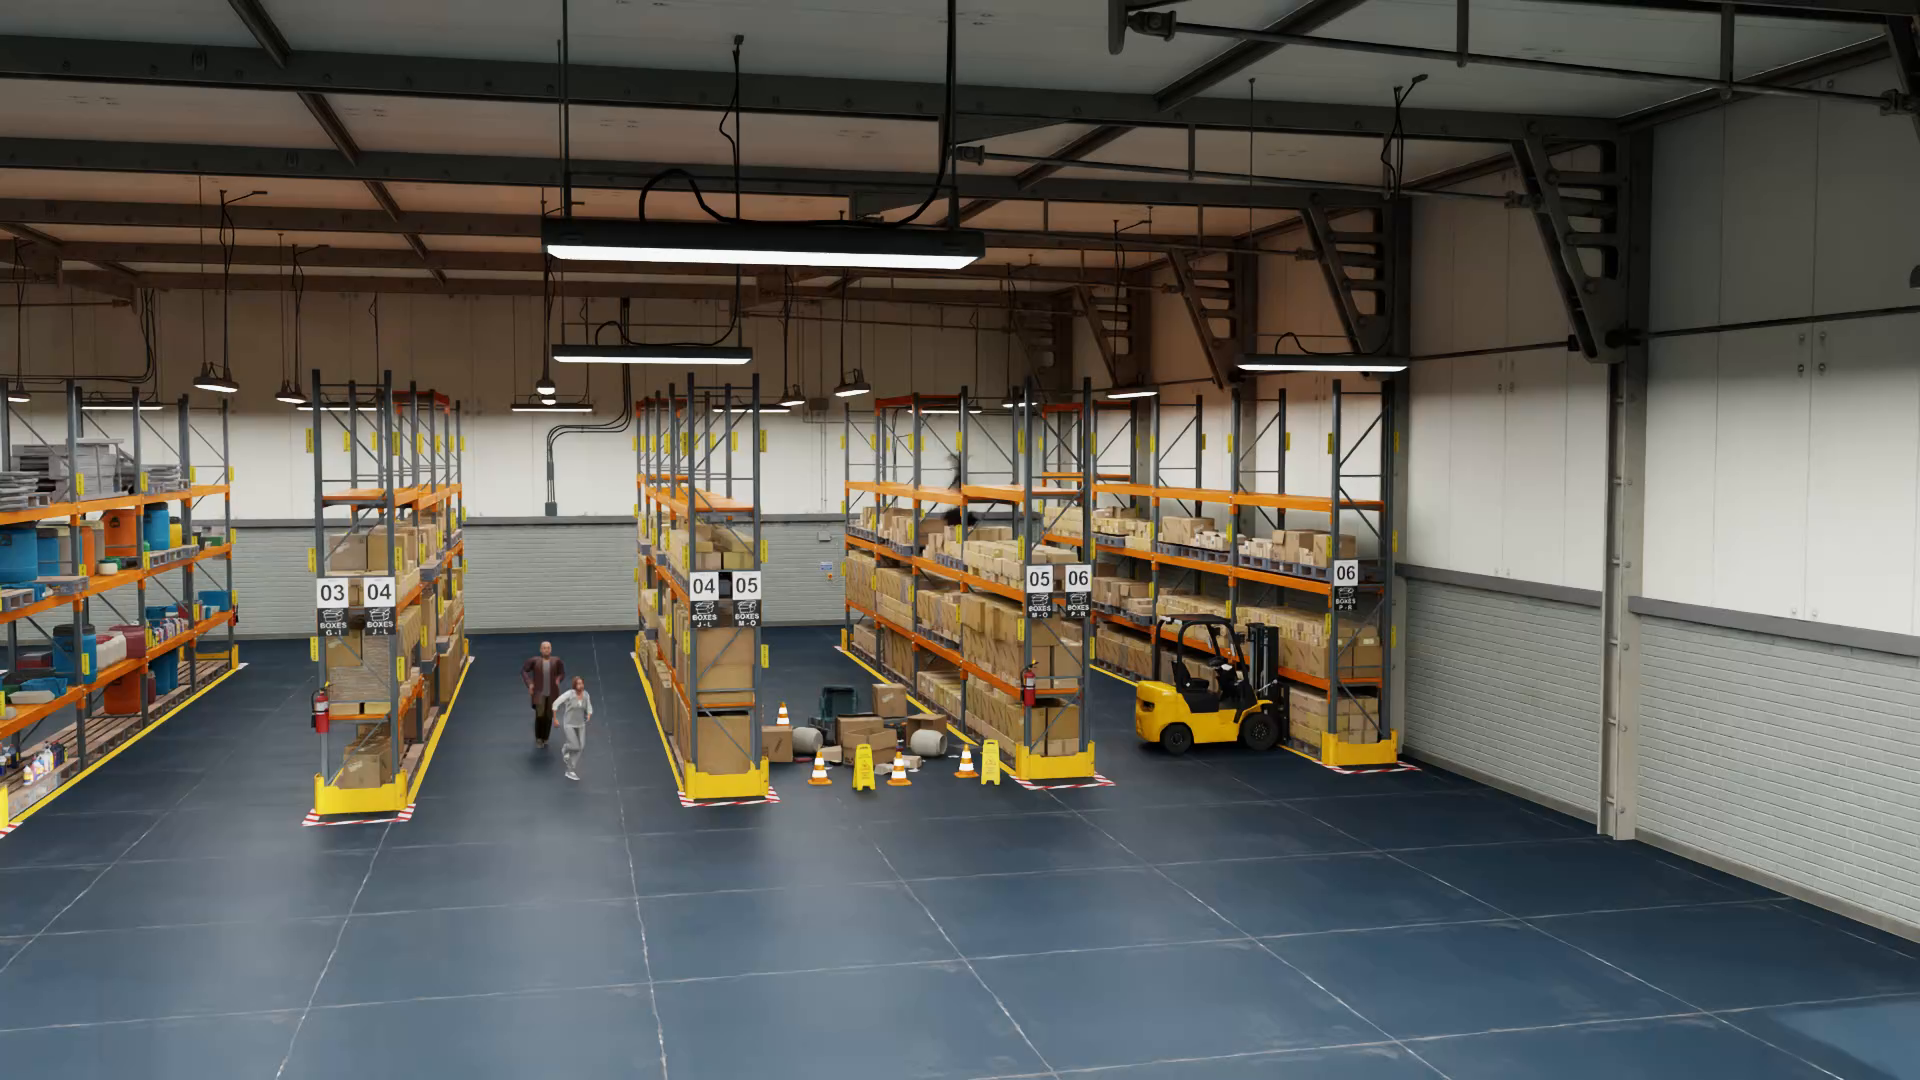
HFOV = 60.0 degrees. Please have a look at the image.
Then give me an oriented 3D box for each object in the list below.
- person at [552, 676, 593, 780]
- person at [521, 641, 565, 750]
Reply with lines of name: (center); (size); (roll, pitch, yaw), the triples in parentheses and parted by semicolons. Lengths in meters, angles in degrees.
person: (-5.768, 2.810, 24.870); (0.573, 1.550, 0.631); (-3, 4, -38)
person: (-6.794, 2.555, 27.227); (0.678, 1.784, 0.735); (-1, 4, -24)
